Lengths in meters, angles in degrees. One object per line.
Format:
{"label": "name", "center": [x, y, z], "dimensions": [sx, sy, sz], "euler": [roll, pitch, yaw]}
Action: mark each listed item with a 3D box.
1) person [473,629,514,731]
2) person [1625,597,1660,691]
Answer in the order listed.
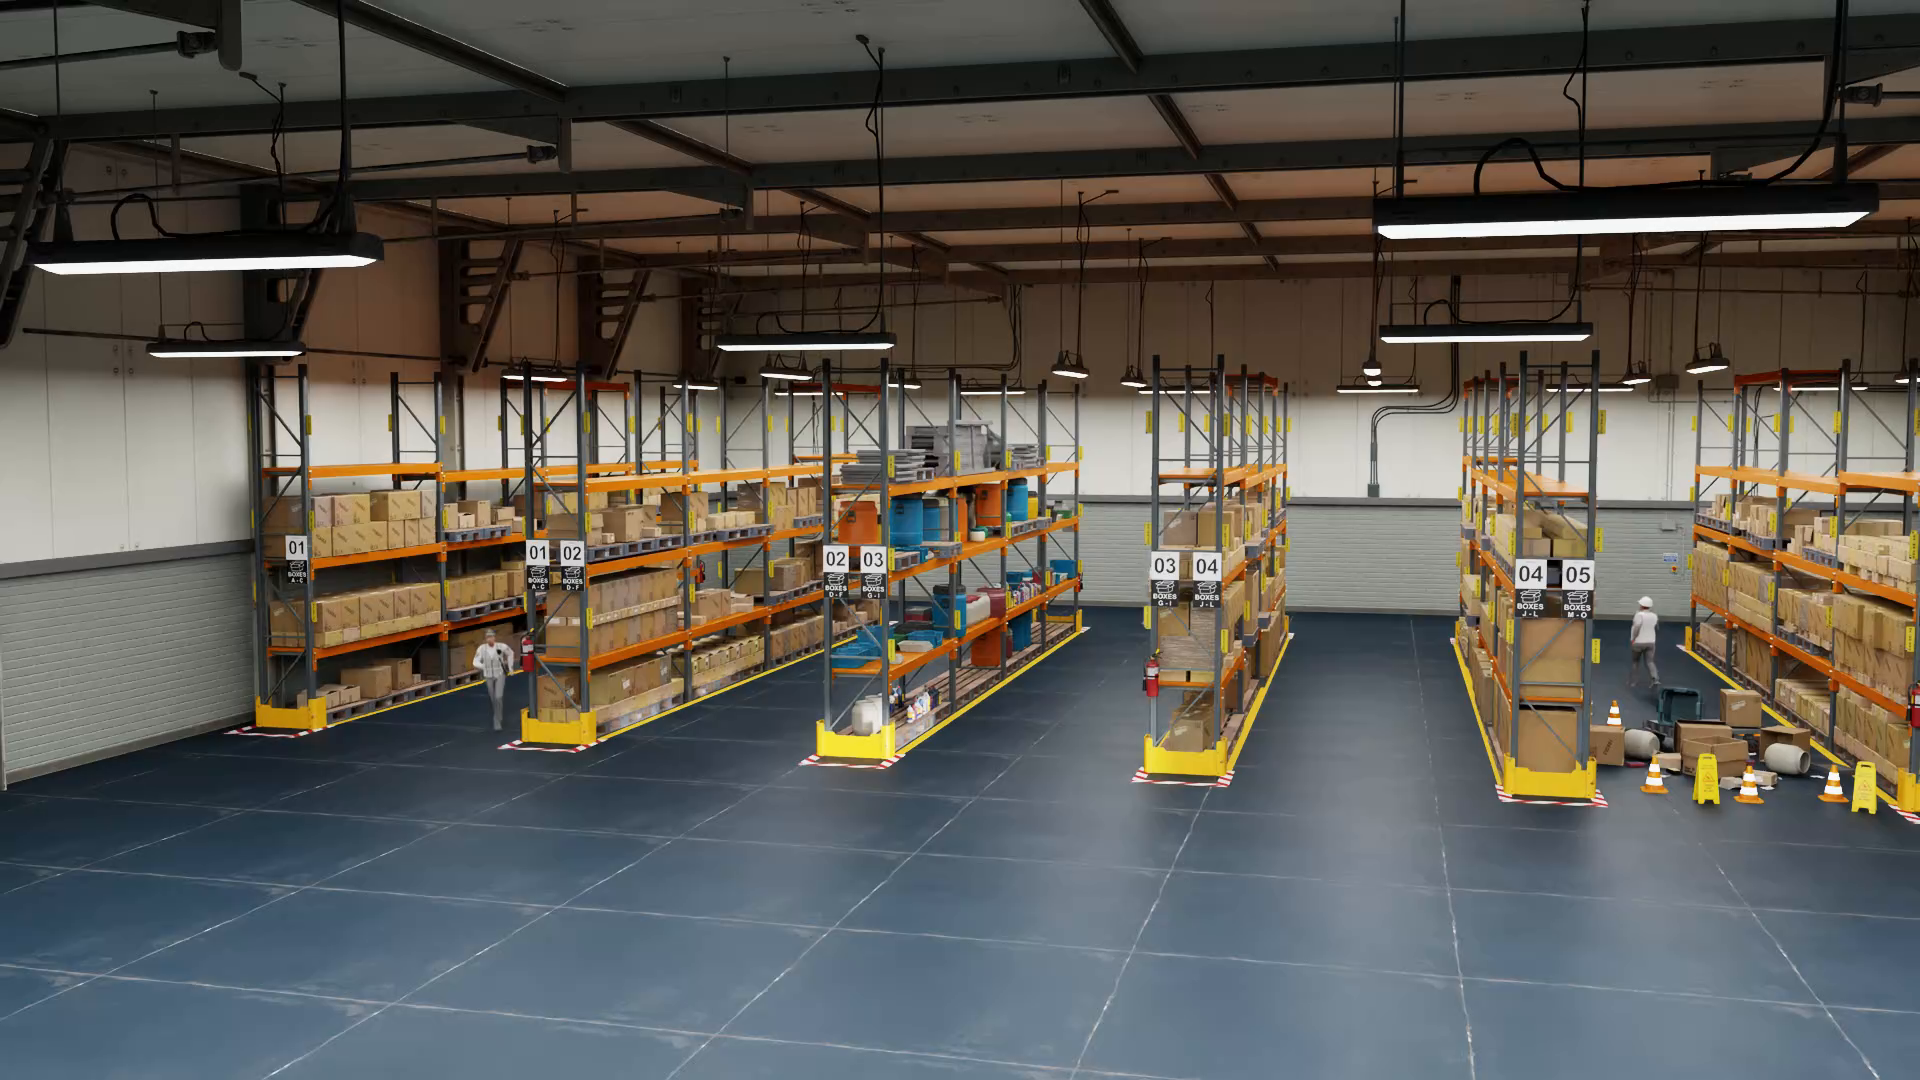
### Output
{"label": "person", "center": [-7.708, 2.270, 27.525], "dimensions": [0.604, 1.667, 0.917], "euler": [0, 4, -1]}
{"label": "person", "center": [12.814, 1.928, 31.135], "dimensions": [0.616, 1.745, 0.996], "euler": [0, 4, -5]}
